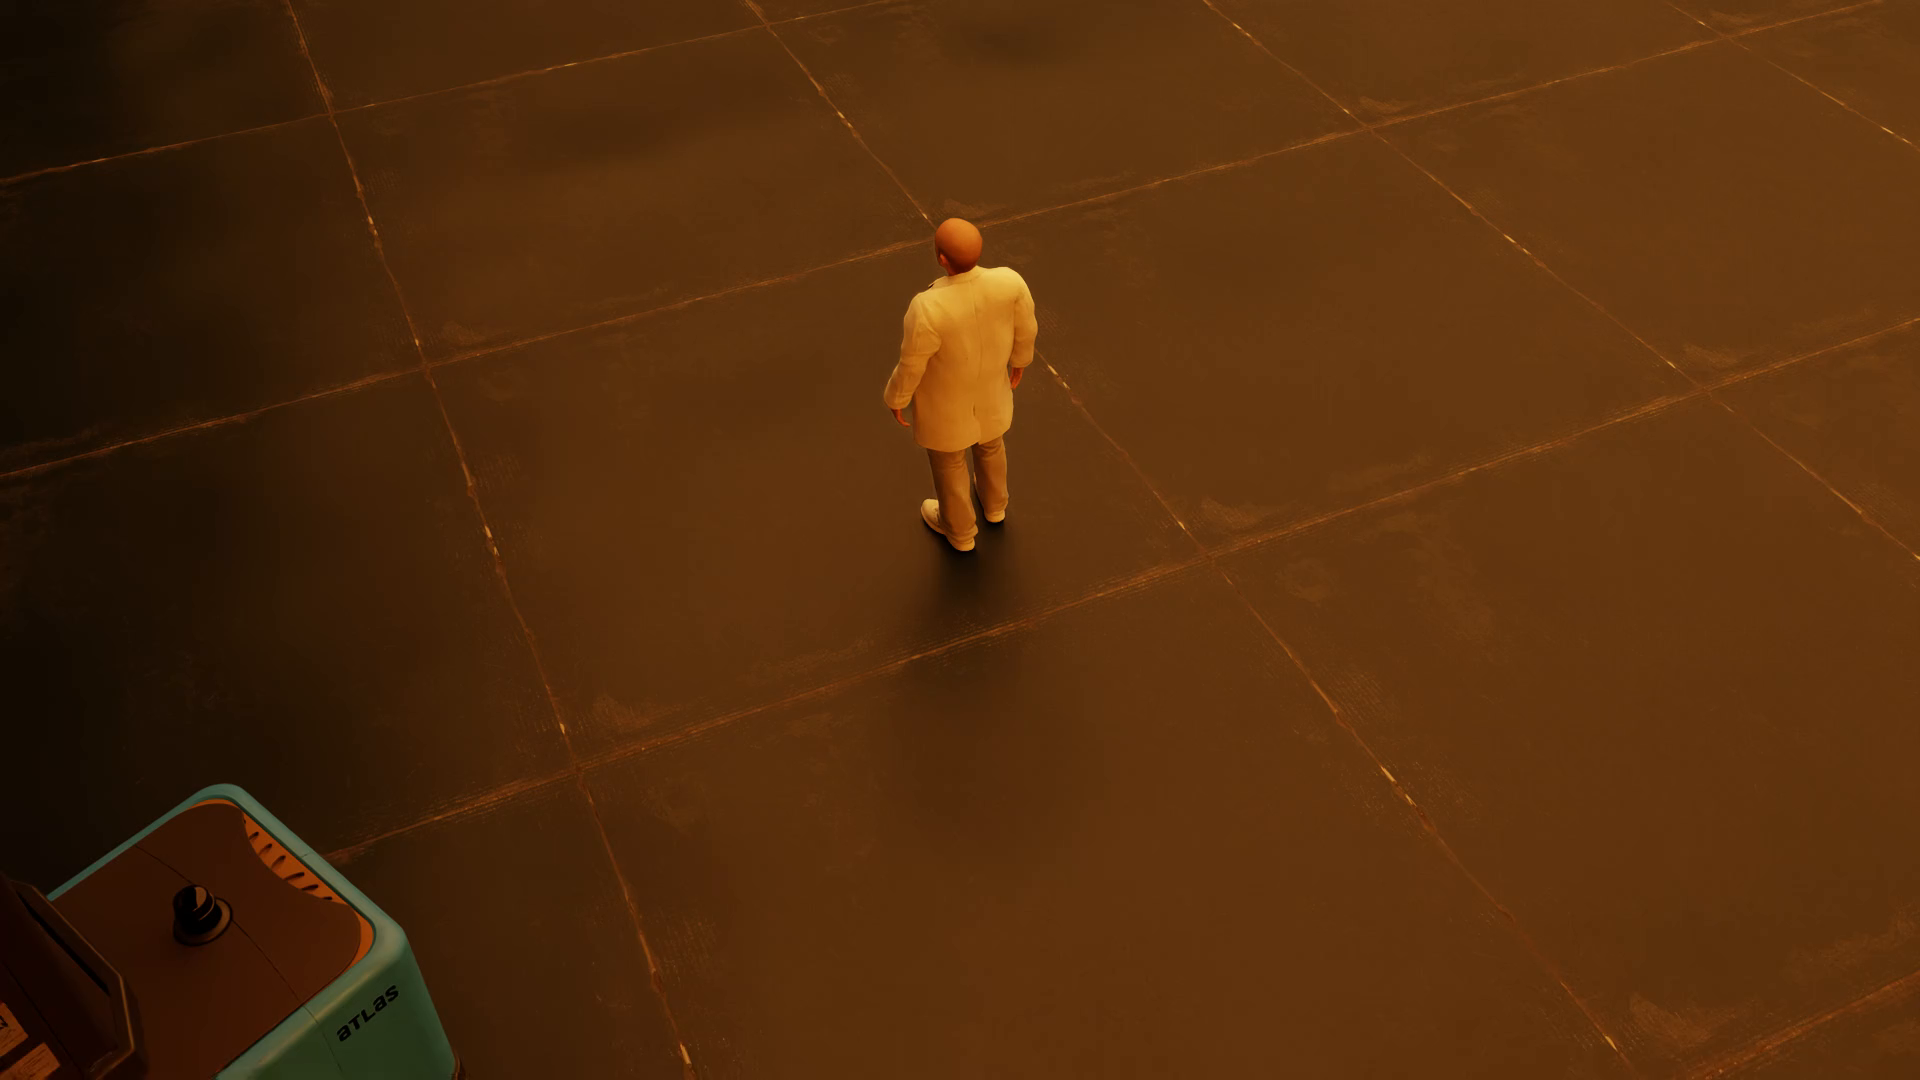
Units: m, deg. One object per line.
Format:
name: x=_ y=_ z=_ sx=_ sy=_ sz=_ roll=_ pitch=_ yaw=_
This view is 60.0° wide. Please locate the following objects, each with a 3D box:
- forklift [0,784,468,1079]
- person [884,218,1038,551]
forklift: x=-2.976 y=1.470 z=4.104 sx=1.130 sy=2.935 sz=3.031 roll=29 pitch=50 yaw=28
person: x=-0.035 y=-0.713 z=7.279 sx=0.698 sy=1.777 sz=0.578 roll=-18 pitch=46 yaw=-18
